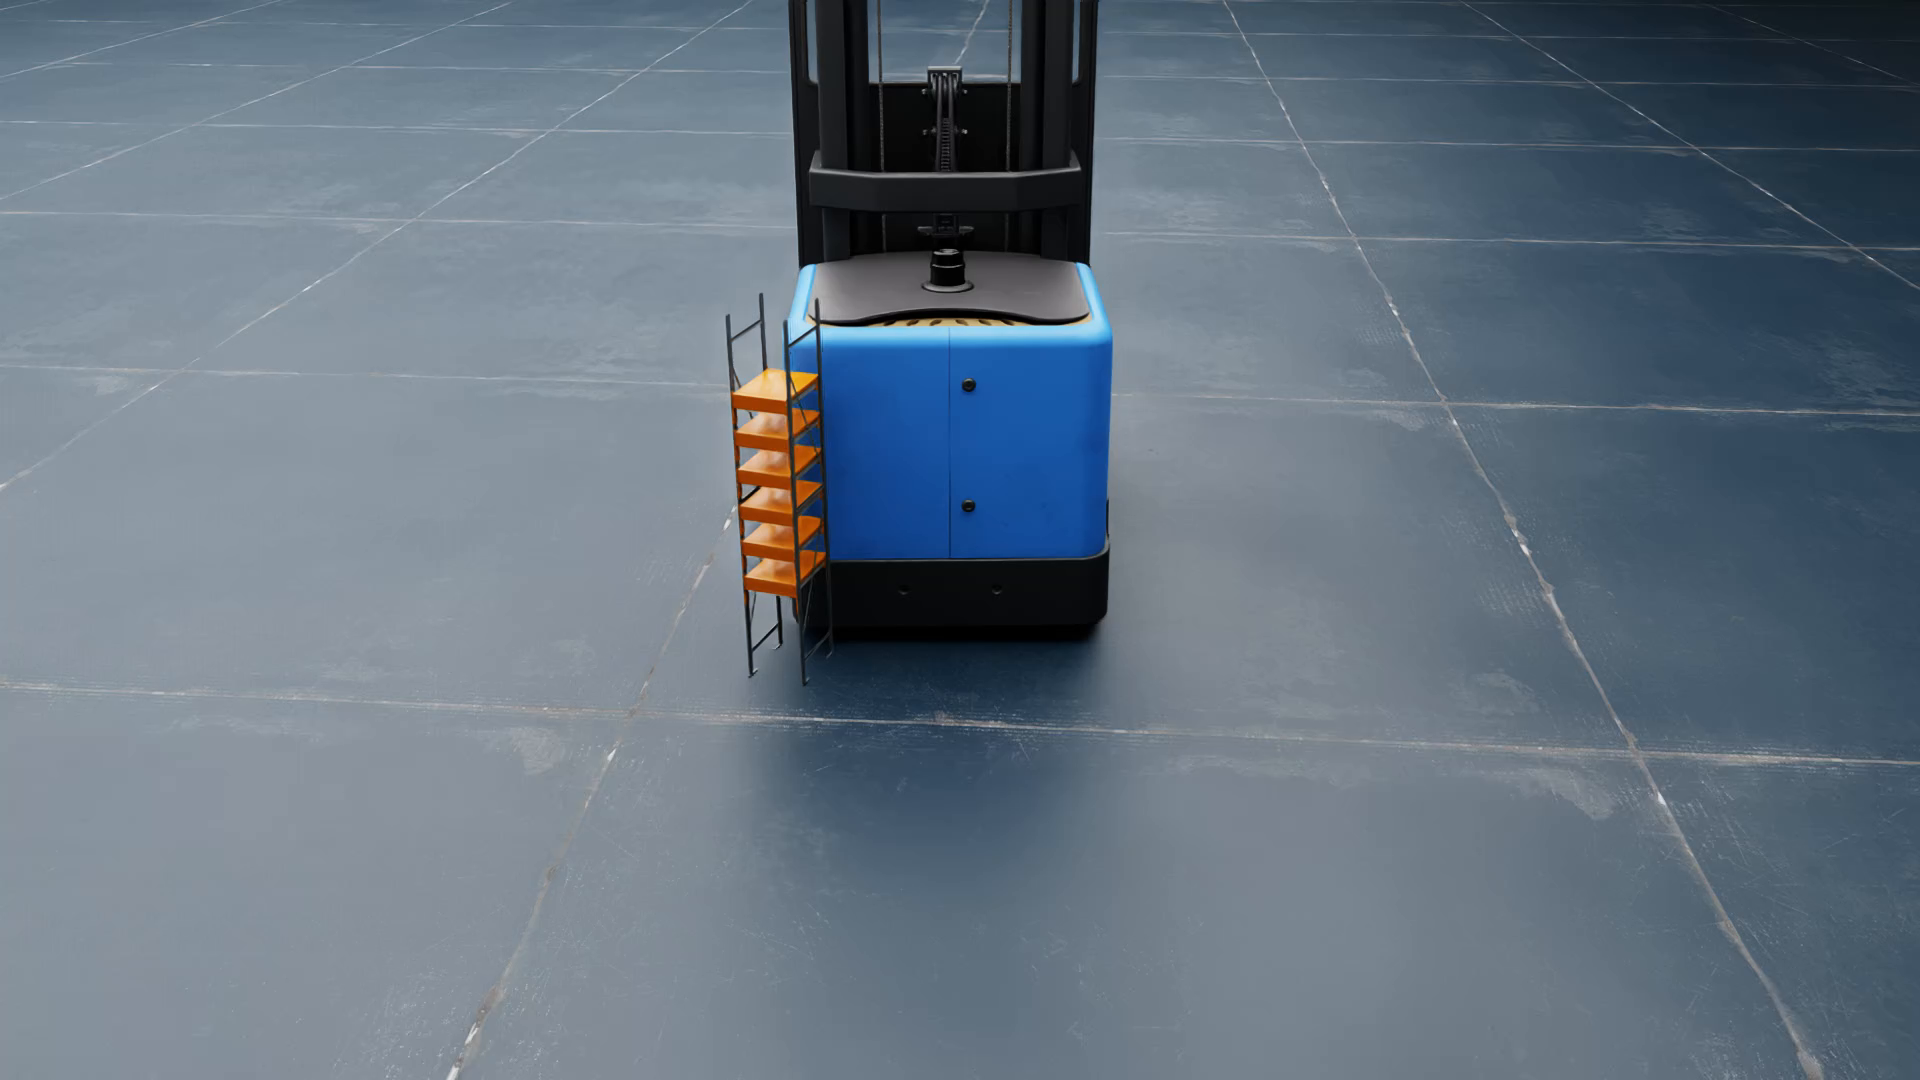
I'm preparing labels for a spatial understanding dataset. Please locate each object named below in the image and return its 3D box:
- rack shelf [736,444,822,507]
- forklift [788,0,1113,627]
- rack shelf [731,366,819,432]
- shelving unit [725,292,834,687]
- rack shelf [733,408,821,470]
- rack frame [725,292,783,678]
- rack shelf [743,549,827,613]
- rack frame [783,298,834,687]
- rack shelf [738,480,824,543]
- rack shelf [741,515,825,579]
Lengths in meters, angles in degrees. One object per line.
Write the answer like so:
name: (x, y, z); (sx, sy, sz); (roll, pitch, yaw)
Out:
rack shelf: (-0.545, -0.208, 5.081); (0.180, 0.103, 0.258); (9, 27, 18)
forklift: (-0.065, -1.615, 6.254); (1.130, 2.935, 3.031); (-1, 25, -1)
rack shelf: (-0.546, -0.425, 4.979); (0.180, 0.103, 0.258); (9, 27, 18)
shelving unit: (-0.544, -0.139, 5.114); (0.189, 1.200, 0.258); (9, 27, 18)
rack shelf: (-0.545, -0.316, 5.030); (0.180, 0.103, 0.258); (9, 27, 18)
rack frame: (-0.631, -0.152, 5.142); (0.006, 1.200, 0.240); (9, 27, 18)
rack shelf: (-0.543, 0.118, 5.235); (0.180, 0.103, 0.258); (9, 27, 18)
rack frame: (-0.458, -0.127, 5.086); (0.006, 1.200, 0.240); (9, 27, 18)
rack shelf: (-0.544, -0.099, 5.133); (0.180, 0.103, 0.258); (9, 27, 18)
rack shelf: (-0.544, 0.009, 5.184); (0.180, 0.103, 0.258); (9, 27, 18)
